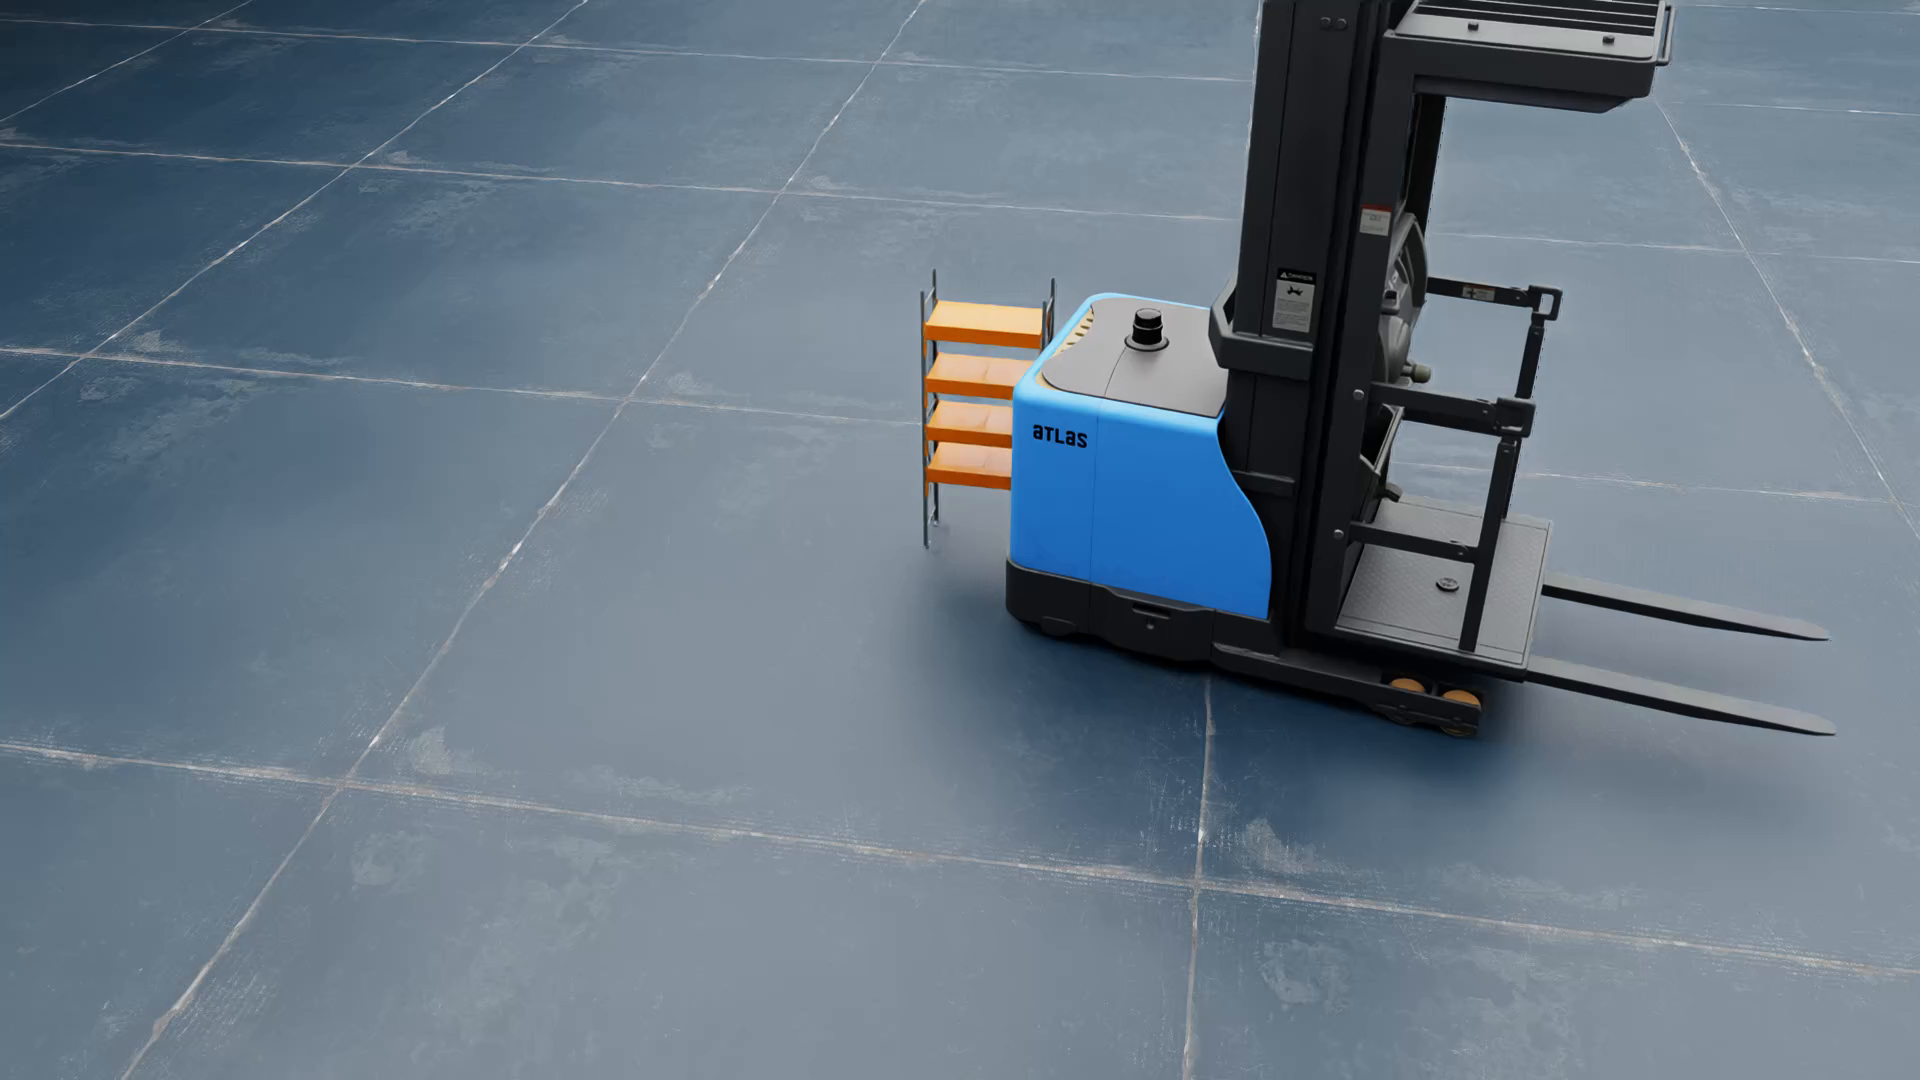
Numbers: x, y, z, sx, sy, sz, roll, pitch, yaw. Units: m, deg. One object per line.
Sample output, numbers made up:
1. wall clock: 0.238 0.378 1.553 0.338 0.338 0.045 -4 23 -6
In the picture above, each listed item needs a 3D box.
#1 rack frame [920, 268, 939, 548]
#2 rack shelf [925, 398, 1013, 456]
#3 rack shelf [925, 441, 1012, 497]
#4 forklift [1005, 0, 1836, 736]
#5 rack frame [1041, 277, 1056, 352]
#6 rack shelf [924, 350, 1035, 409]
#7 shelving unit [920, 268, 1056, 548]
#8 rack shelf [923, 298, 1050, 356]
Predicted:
1. rack frame: -0.126 -0.535 6.974 0.015 1.200 0.240 6 33 10
2. rack shelf: 0.113 -0.452 6.968 0.480 0.148 0.258 6 33 10
3. rack shelf: 0.113 -0.284 7.073 0.480 0.148 0.258 6 33 10
4. forklift: 1.751 -0.844 5.835 3.031 2.935 1.130 12 34 18
5. rack frame: 0.353 -0.483 6.891 0.015 1.200 0.240 6 33 10
6. rack shelf: 0.113 -0.642 6.849 0.480 0.148 0.258 6 33 10
7. shelving unit: 0.113 -0.509 6.932 0.503 1.200 0.258 6 33 10
8. rack shelf: 0.113 -0.842 6.724 0.480 0.148 0.258 6 33 10
